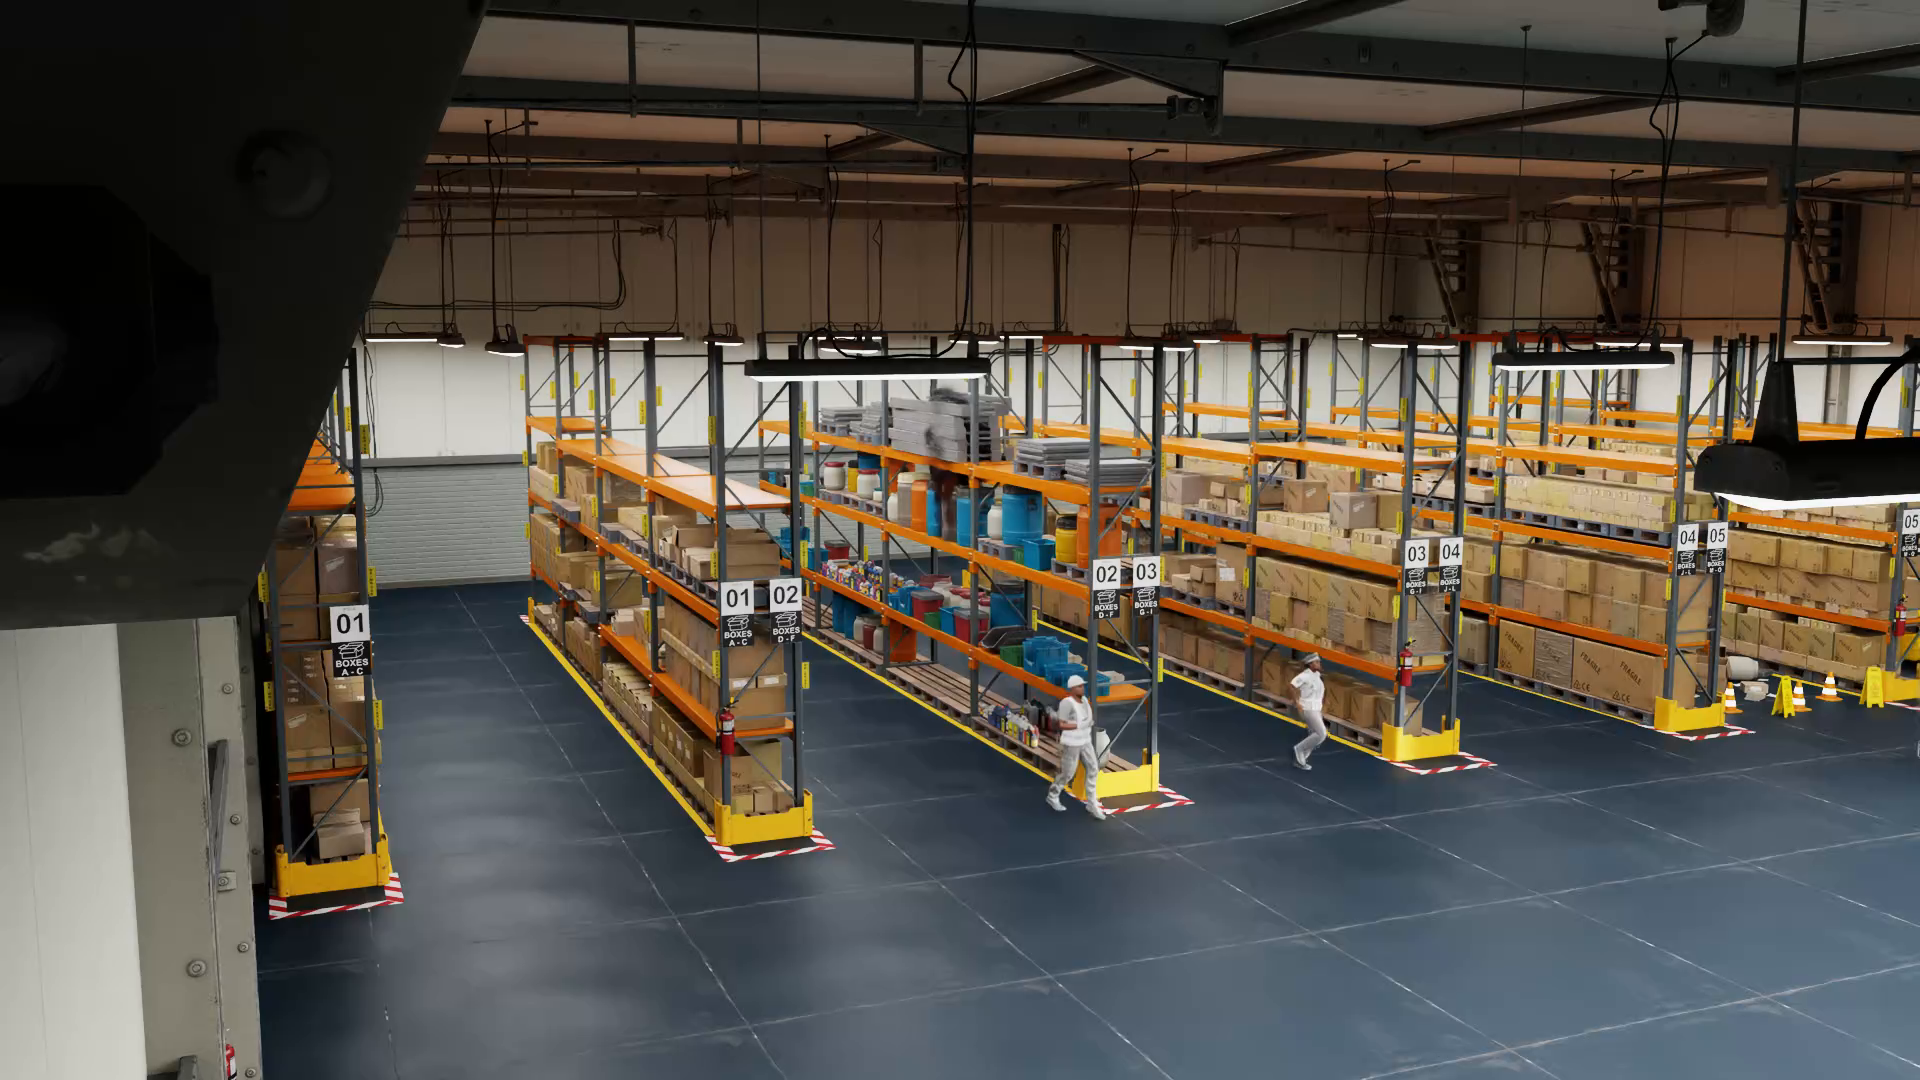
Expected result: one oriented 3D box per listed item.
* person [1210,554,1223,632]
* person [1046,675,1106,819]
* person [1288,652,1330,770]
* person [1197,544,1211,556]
[{"bbox_3d":[4.994,1.122,33.035,0.580,1.725,0.814,-4,8,-25],"label":"person"},{"bbox_3d":[1.469,2.632,21.186,0.778,1.845,0.677,6,10,39],"label":"person"},{"bbox_3d":[4.993,2.408,23.496,0.541,1.652,0.611,5,9,34],"label":"person"},{"bbox_3d":[6.198,0.084,41.428,0.622,1.602,0.577,3,8,22],"label":"person"}]
